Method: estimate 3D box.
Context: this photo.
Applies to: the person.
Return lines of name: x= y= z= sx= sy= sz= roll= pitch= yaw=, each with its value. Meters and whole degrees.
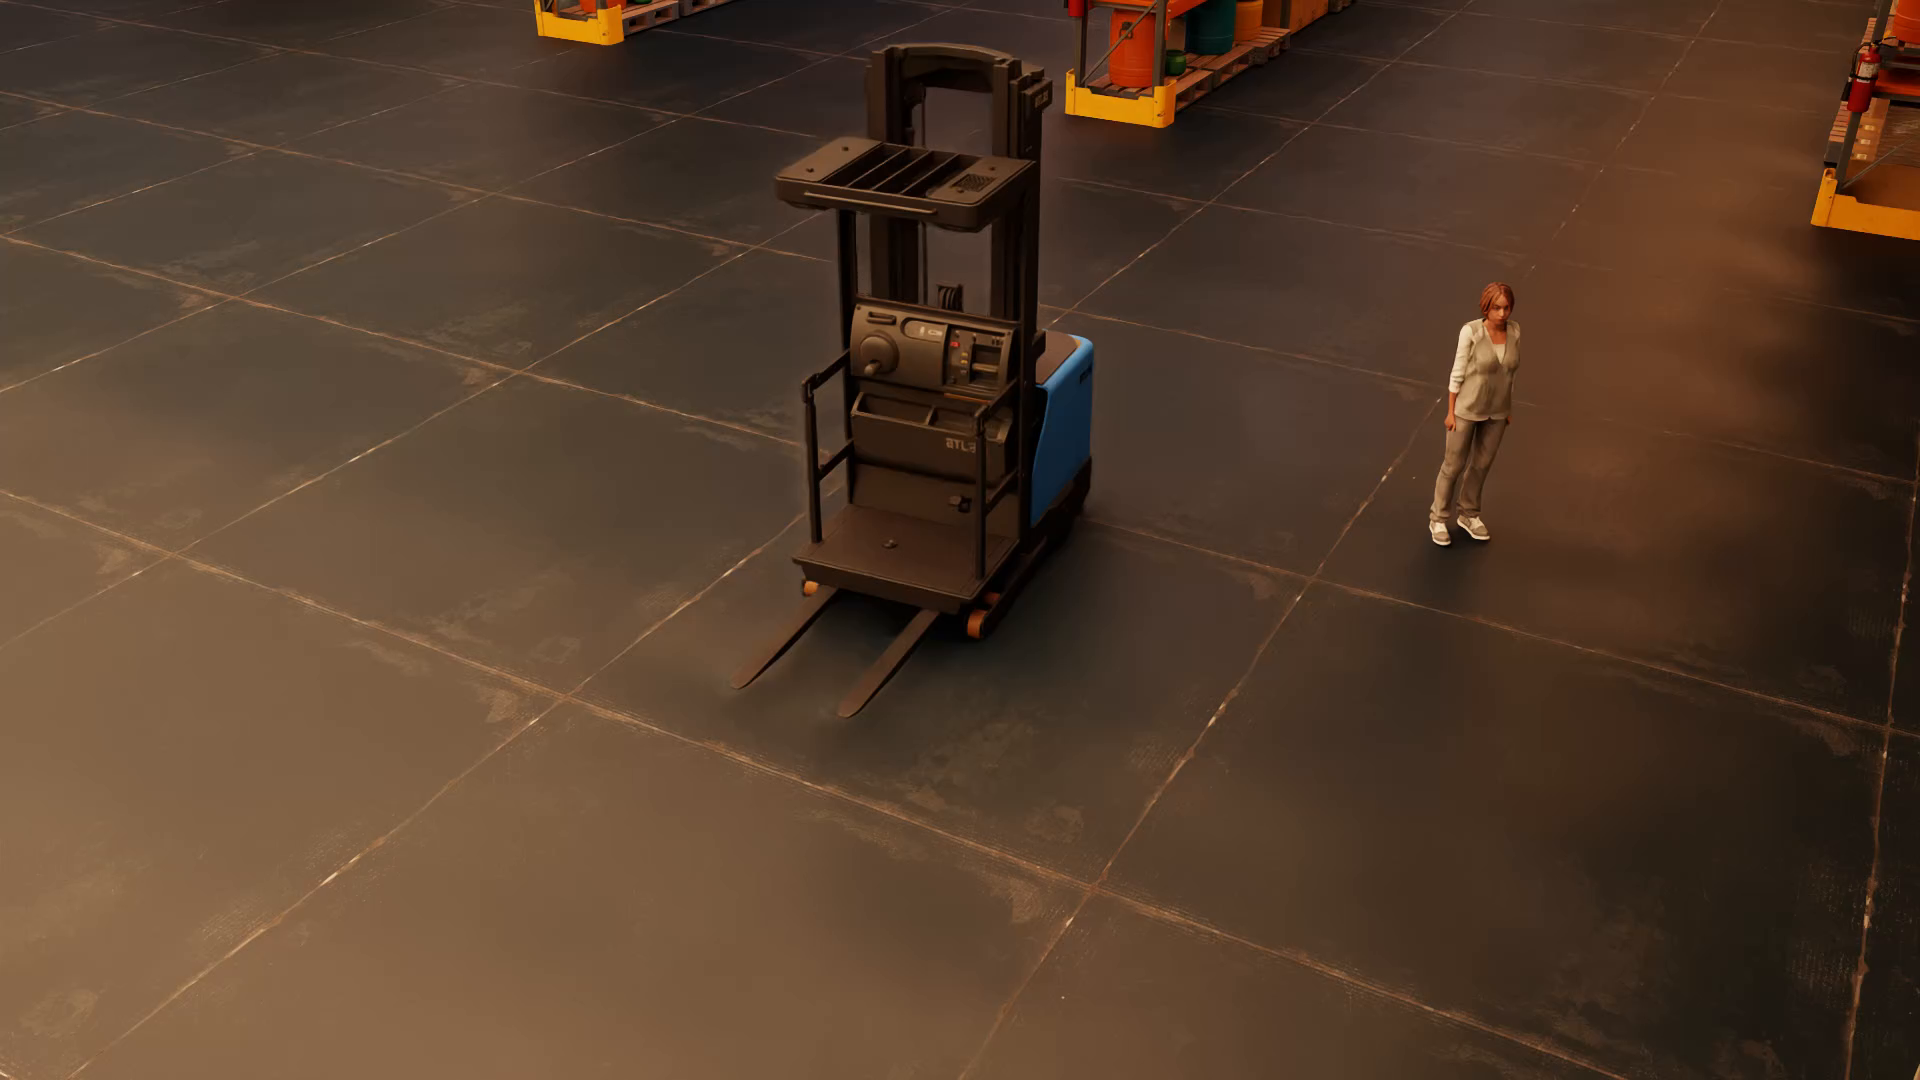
person: x=3.022 y=-0.735 z=9.676 sx=0.411 sy=1.604 sz=0.314 roll=-6 pitch=30 yaw=-10

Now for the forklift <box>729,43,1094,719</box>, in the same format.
forklift: x=-0.241 y=-0.973 z=8.756 sx=1.130 sy=2.935 sz=3.031 roll=12 pitch=32 yaw=20
